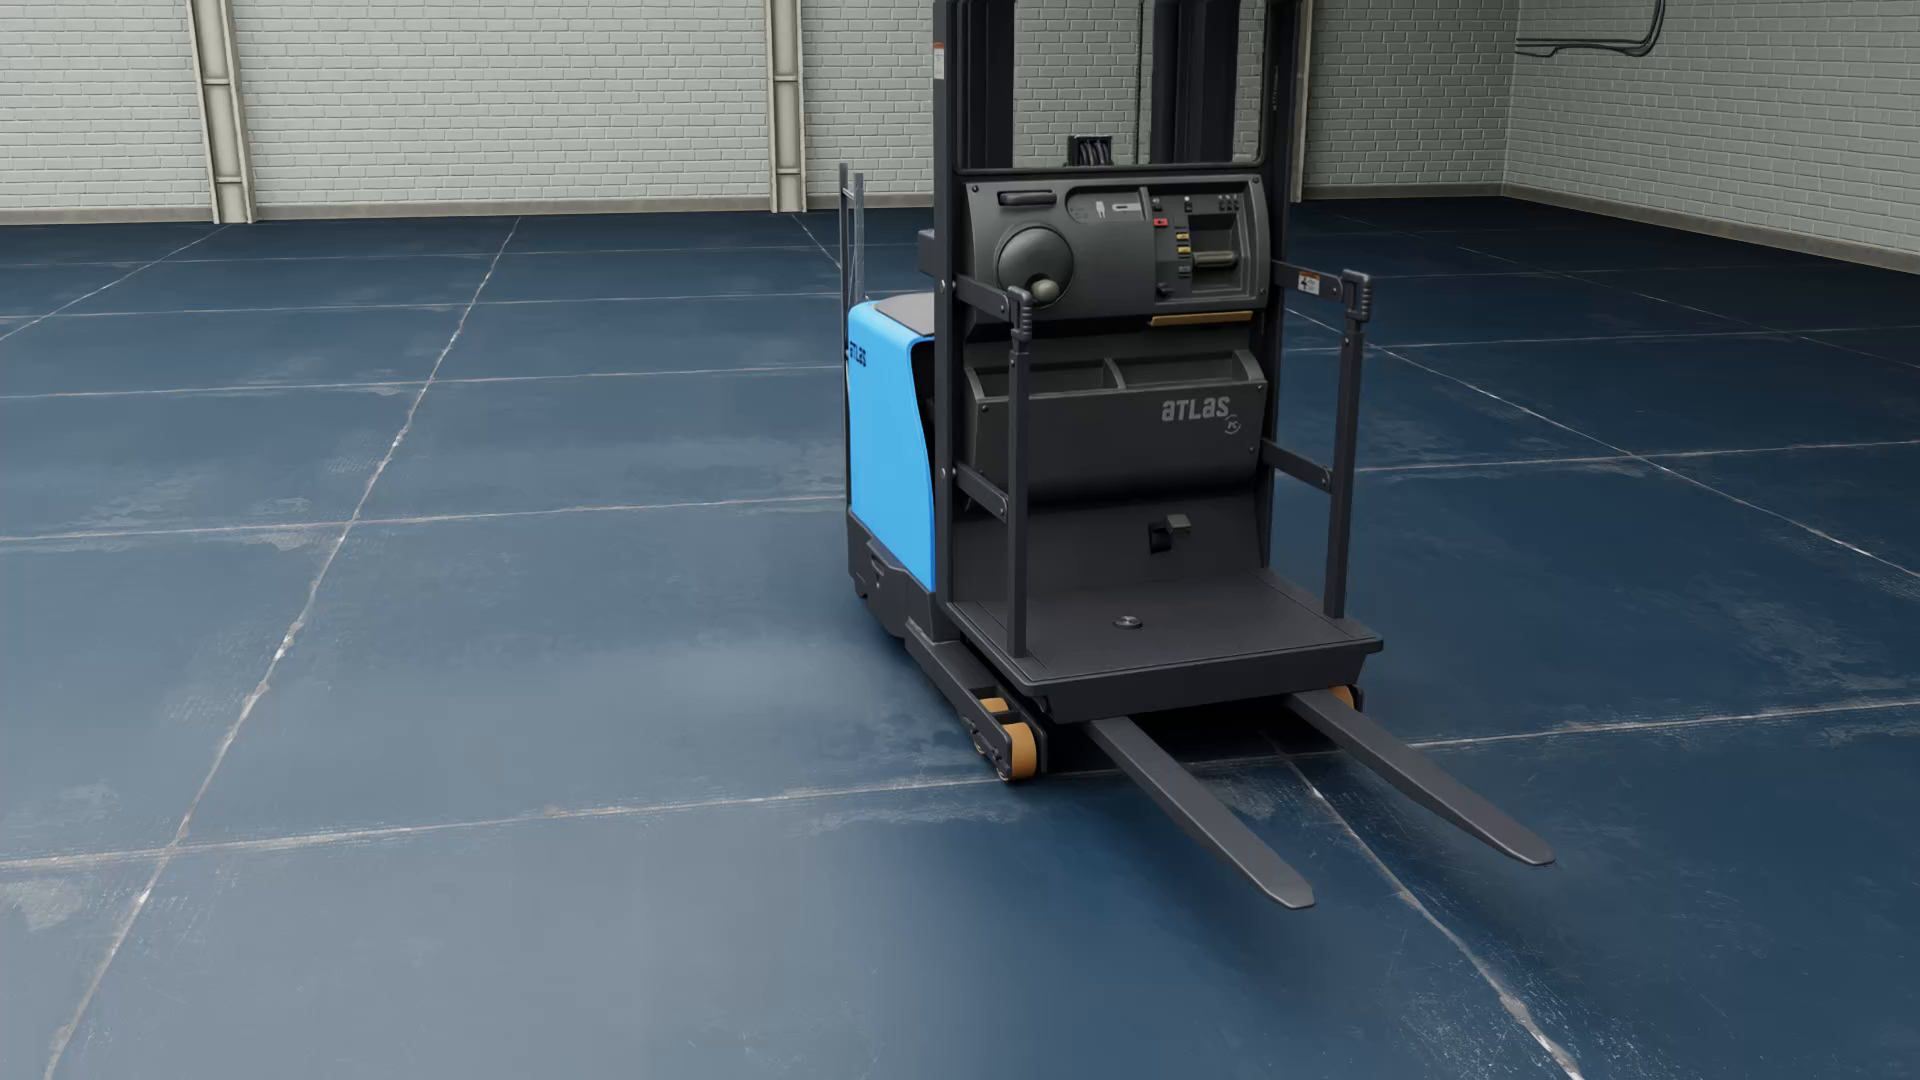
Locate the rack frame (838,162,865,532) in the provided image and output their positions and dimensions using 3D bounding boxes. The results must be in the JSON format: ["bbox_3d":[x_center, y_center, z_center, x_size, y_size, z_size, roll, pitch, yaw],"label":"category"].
[{"bbox_3d":[-0.415,-0.693,6.515,0.032,1.500,0.500,-3,17,-10],"label":"rack frame"}]

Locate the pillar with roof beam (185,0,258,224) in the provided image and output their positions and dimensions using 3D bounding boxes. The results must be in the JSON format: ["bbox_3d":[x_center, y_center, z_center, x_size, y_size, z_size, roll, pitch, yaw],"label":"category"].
[{"bbox_3d":[-7.049,-6.520,12.713,0.400,9.000,9.100,-3,17,-10],"label":"pillar with roof beam"}]

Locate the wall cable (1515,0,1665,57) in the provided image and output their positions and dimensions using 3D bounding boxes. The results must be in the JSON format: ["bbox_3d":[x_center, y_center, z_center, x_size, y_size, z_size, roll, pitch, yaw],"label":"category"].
[{"bbox_3d":[7.059,-6.728,18.679,0.112,2.526,3.097,-3,17,-10],"label":"wall cable"}]

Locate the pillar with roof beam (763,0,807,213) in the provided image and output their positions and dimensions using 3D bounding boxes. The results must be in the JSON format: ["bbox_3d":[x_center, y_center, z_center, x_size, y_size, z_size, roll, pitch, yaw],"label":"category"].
[{"bbox_3d":[-1.158,-6.854,13.801,0.400,9.000,9.100,-3,17,-10],"label":"pillar with roof beam"}]

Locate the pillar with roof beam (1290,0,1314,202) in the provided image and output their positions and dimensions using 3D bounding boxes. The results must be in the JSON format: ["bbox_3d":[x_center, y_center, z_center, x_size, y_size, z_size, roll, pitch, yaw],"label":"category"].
[{"bbox_3d":[4.733,-7.188,14.889,0.400,9.000,9.100,-3,17,-10],"label":"pillar with roof beam"}]

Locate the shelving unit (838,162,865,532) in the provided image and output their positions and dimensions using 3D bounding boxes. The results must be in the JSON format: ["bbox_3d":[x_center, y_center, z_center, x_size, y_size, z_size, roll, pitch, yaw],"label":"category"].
[{"bbox_3d":[0.084,-0.722,6.607,1.048,1.500,0.538,-3,17,-10],"label":"shelving unit"}]

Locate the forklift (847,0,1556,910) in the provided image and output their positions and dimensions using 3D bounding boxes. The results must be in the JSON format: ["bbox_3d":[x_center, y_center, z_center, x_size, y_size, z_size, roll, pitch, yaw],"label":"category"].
[{"bbox_3d":[0.537,-0.862,4.625,1.130,2.935,3.031,-6,18,-18],"label":"forklift"}]
